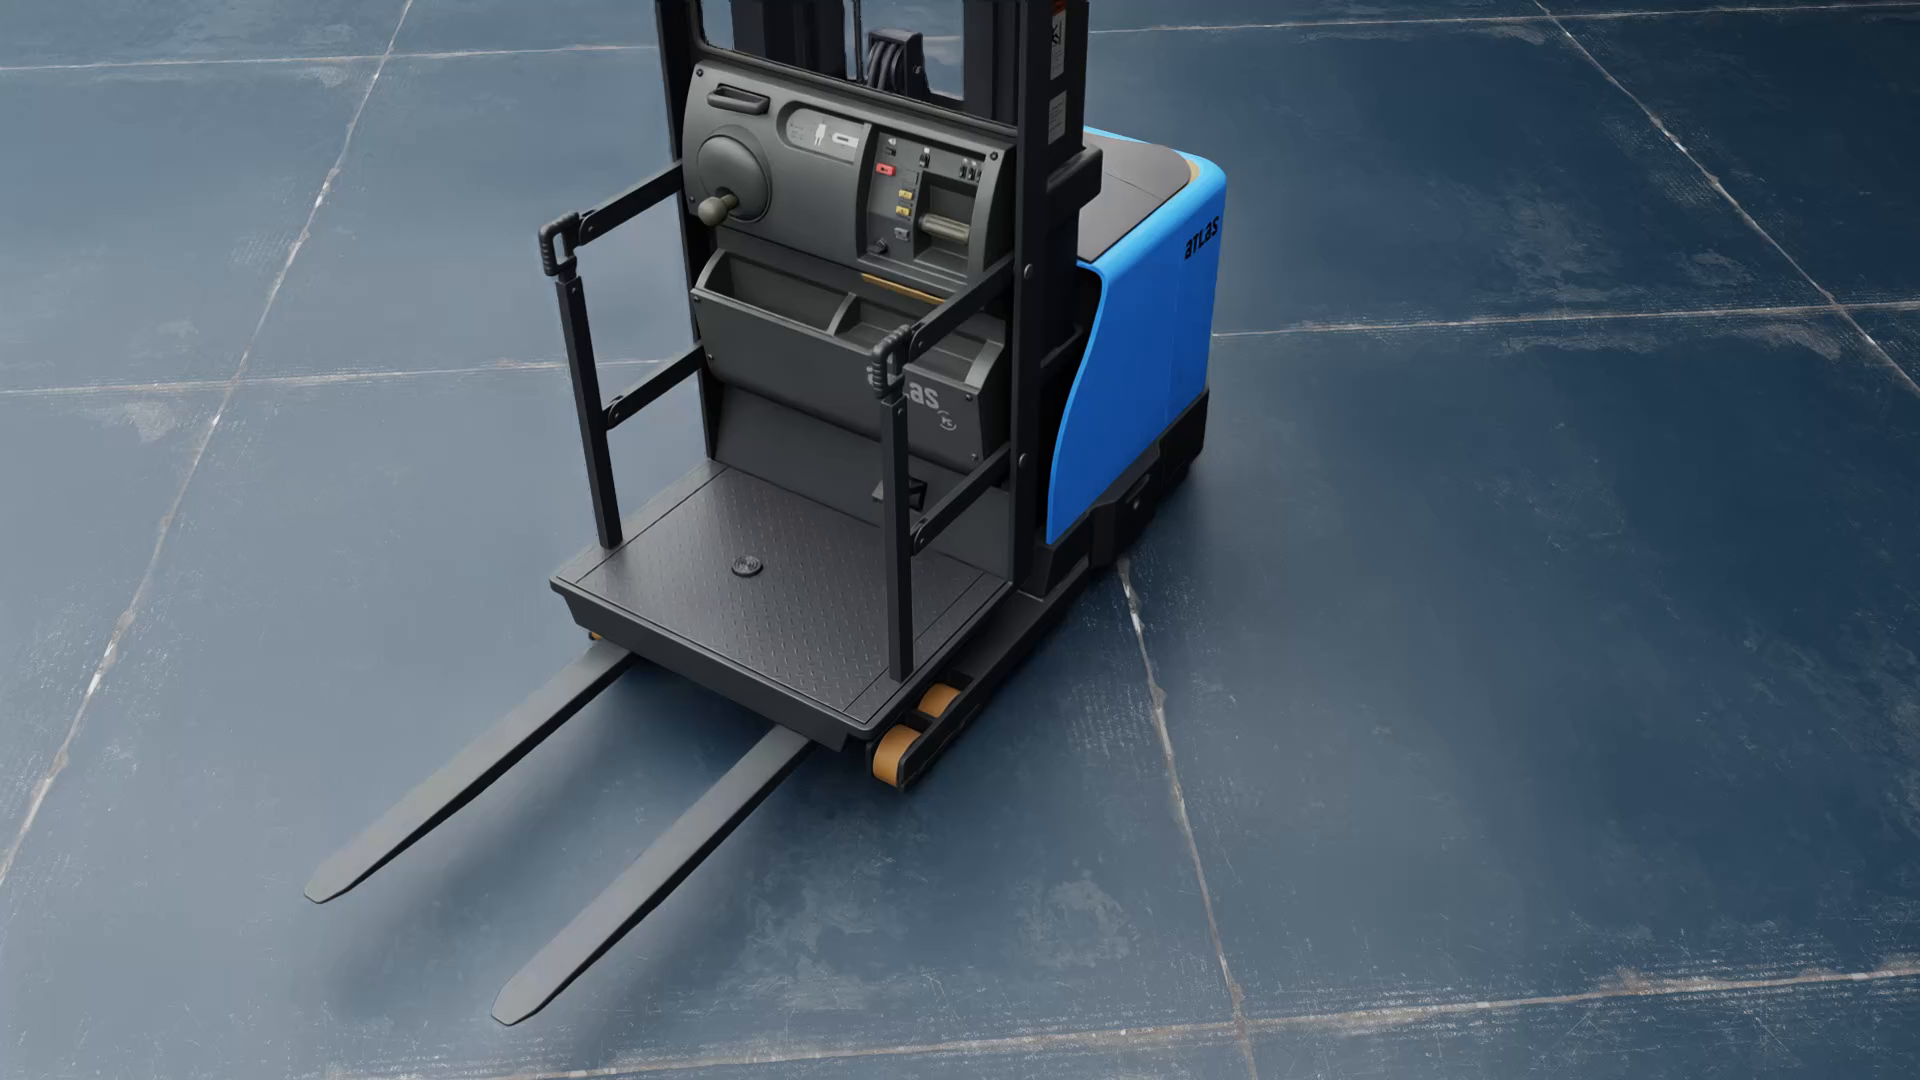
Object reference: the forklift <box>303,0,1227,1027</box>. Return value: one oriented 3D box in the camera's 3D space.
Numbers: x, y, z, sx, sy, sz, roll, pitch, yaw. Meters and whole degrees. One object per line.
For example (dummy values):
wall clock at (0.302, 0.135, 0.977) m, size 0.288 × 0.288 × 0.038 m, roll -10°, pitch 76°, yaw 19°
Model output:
forklift at (-0.418, -0.829, 3.935) m, size 1.130 × 2.935 × 3.031 m, roll 22°, pitch 43°, yaw 25°
